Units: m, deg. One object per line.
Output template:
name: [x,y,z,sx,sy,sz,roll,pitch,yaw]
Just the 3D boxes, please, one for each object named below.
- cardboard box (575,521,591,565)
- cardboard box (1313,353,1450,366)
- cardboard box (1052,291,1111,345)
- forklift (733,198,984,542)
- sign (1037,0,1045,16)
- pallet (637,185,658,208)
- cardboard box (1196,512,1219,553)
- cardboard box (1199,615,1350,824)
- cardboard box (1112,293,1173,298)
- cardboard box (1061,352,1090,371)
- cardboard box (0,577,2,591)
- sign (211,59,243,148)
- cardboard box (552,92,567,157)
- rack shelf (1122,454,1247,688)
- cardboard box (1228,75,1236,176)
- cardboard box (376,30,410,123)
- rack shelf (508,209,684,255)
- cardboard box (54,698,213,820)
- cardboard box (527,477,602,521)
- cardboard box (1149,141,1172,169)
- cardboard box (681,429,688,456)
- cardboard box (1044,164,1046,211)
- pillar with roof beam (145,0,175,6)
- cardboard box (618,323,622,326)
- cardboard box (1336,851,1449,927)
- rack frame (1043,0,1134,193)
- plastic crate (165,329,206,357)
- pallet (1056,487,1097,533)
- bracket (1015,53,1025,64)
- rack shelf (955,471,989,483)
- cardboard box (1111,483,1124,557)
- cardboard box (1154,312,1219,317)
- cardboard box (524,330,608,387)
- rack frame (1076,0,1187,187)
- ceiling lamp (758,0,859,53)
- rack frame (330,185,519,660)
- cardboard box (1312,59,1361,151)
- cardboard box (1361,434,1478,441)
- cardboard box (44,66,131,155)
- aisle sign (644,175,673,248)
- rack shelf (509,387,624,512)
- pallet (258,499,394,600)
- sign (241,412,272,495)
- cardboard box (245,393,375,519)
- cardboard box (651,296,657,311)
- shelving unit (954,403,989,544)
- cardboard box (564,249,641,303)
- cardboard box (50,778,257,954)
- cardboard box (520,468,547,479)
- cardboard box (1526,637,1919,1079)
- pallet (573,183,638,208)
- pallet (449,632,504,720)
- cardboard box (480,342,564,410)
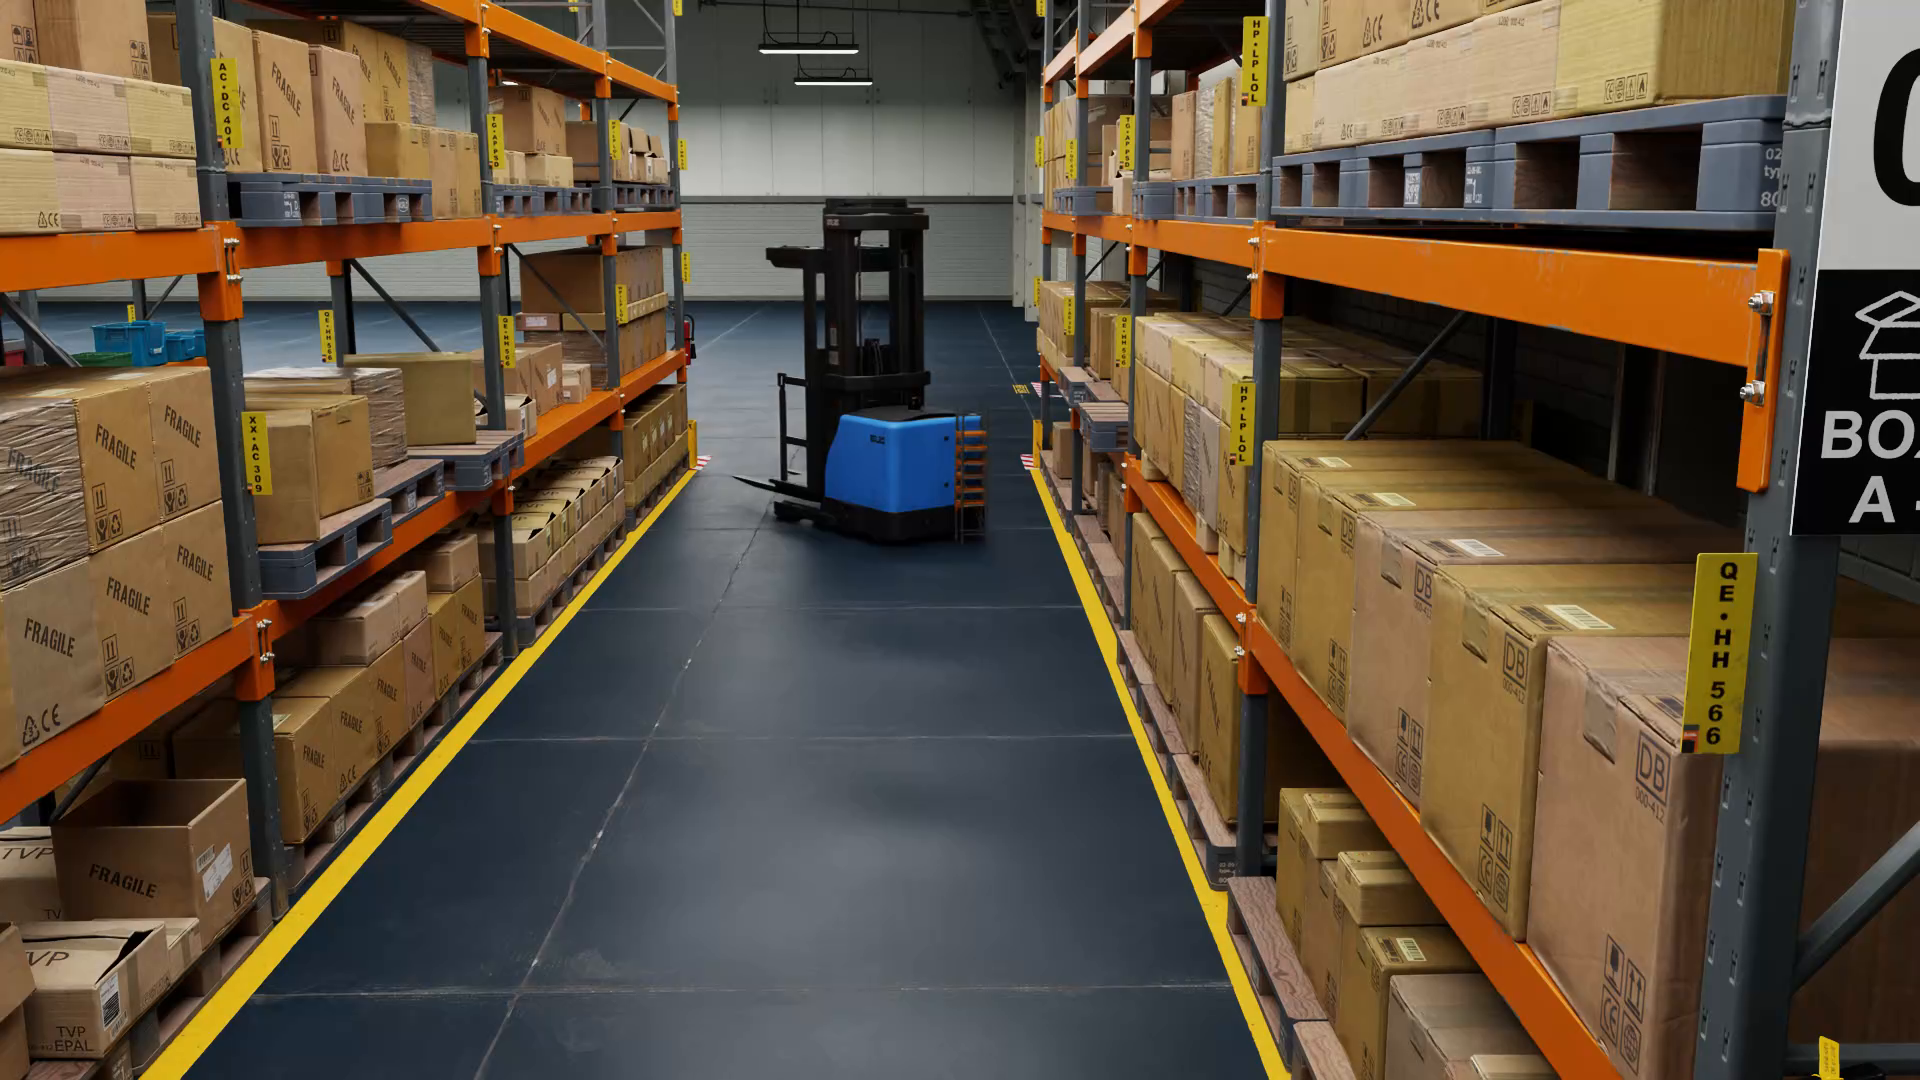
cardboard box: [-3.133,0.027,12.743,0.500,0.250,0.500,0,11,0]
cardboard box: [1.891,-0.699,7.525,0.500,0.250,0.500,0,11,0]
cardboard box: [1.157,-2.117,15.889,0.500,0.500,0.500,-1,11,-3]
forklift: [-1.082,-1.656,15.350,1.130,2.935,3.031,-9,14,-37]
sign: [0.867,-5.750,17.722,0.100,0.325,0.005,0,11,-1]
pallet: [-3.526,-3.338,16.145,1.003,0.211,1.213,0,11,-1]
cardboard box: [1.314,-0.037,7.780,0.380,0.149,0.250,0,11,-1]
cardboard box: [1.514,0.788,7.479,0.750,0.750,0.750,0,11,0]
cardboard box: [1.684,-2.022,15.421,0.500,0.500,0.500,0,11,-1]
cardboard box: [1.179,-1.550,14.982,0.500,0.250,0.500,0,11,-1]
cardboard box: [-2.993,-0.047,4.480,0.500,0.500,0.500,0,11,-2]
sign: [-2.753,-1.637,6.237,0.100,0.325,0.005,0,11,-1]
cardboard box: [-3.487,-3.347,13.402,0.500,0.500,0.500,0,11,0]
rack shelf: [1.616,0.024,8.704,1.077,0.370,4.000,0,11,-1]
cardboard box: [1.727,-2.051,8.221,0.700,0.500,0.500,0,11,-1]
cardboard box: [-3.365,-2.526,9.153,0.500,0.500,0.500,0,11,-1]
rack shelf: [-3.502,-3.015,16.140,1.077,0.370,4.000,0,11,-1]
cardboard box: [-3.592,1.003,7.251,0.500,0.500,0.500,0,11,-1]
cardboard box: [-3.140,-0.351,13.193,0.500,0.311,0.500,0,11,-1]
cardboard box: [1.641,-2.514,11.553,0.797,0.503,0.637,1,12,7]
cardboard box: [-3.237,-1.048,18.039,0.500,0.250,0.500,0,11,-1]
cardboard box: [1.166,-3.777,17.788,0.500,0.500,0.500,0,11,0]
pillar with roof beam: [-25.520,-10.972,46.010,9.100,9.000,0.548,0,11,-1]
cardboard box: [-3.285,-2.022,15.099,0.380,0.149,0.250,-1,11,-3]
cardboard box: [1.406,1.092,5.229,0.380,0.149,0.250,-1,11,-3]
rack frame: [1.409,-5.256,17.834,1.000,3.000,0.127,0,11,-1]
plastic crate: [-8.186,-2.104,17.760,0.499,0.251,0.616,0,11,-1]
pallet: [1.443,-0.288,15.446,1.003,0.211,1.213,0,11,-1]
bracket: [1.446,-11.571,39.910,0.235,0.232,0.430,0,11,-1]
rack shelf: [0.102,-0.531,14.375,0.258,0.103,0.180,-3,12,-16]
cardboard box: [1.555,-0.161,12.989,0.700,0.500,0.500,0,11,-1]
cardboard box: [1.516,-1.441,11.126,0.380,0.149,0.250,-2,12,-11]
cardboard box: [-3.476,-1.637,14.832,0.700,0.500,0.500,-1,11,-3]
rack frame: [1.492,-4.461,13.915,1.000,3.000,0.127,0,11,-1]
ceiling lamp: [-3.022,-11.345,33.167,2.000,3.185,0.800,0,11,-1]
rack frame: [-3.378,-0.705,10.488,1.000,3.000,0.127,0,11,-1]
cardboard box: [1.404,-1.342,5.156,0.500,0.250,0.500,0,11,-2]
cardboard box: [1.900,-0.228,7.087,0.500,0.500,0.500,-1,11,-3]
cardboard box: [-3.007,-1.356,5.275,0.500,0.250,0.500,0,11,-1]
aisle sign: [-3.251,-3.583,18.138,0.394,0.787,0.004,0,11,-1]
rack shelf: [-3.419,-0.750,12.519,1.077,0.370,4.000,0,11,-1]
pallet: [-3.202,0.025,7.373,1.003,0.211,1.213,0,11,-1]
sign: [-2.753,-0.337,6.501,0.100,0.325,0.005,0,11,-1]
cardboard box: [-3.159,-0.396,7.658,0.700,0.500,0.500,2,12,8]
cardboard box: [-3.329,-2.434,17.128,0.380,0.149,0.250,0,11,0]
shelving unit: [0.102,-0.574,14.366,0.258,1.200,0.189,-3,12,-16]
cardboard box: [-3.507,-2.572,16.178,0.700,0.500,0.500,0,11,-1]
cardboard box: [-3.000,1.212,6.221,0.500,0.500,0.500,0,11,-1]
cardboard box: [-3.696,-0.450,13.682,0.500,0.311,0.500,0,11,-2]
cardboard box: [1.720,0.616,3.223,0.980,0.700,0.700,0,11,1]
pallet: [-3.504,-3.096,14.953,1.003,0.211,1.213,0,11,-1]
pallet: [-3.400,0.811,10.033,1.003,0.211,1.213,0,11,-1]
cardboard box: [-3.450,-1.291,13.128,0.500,0.500,0.500,1,11,3]
